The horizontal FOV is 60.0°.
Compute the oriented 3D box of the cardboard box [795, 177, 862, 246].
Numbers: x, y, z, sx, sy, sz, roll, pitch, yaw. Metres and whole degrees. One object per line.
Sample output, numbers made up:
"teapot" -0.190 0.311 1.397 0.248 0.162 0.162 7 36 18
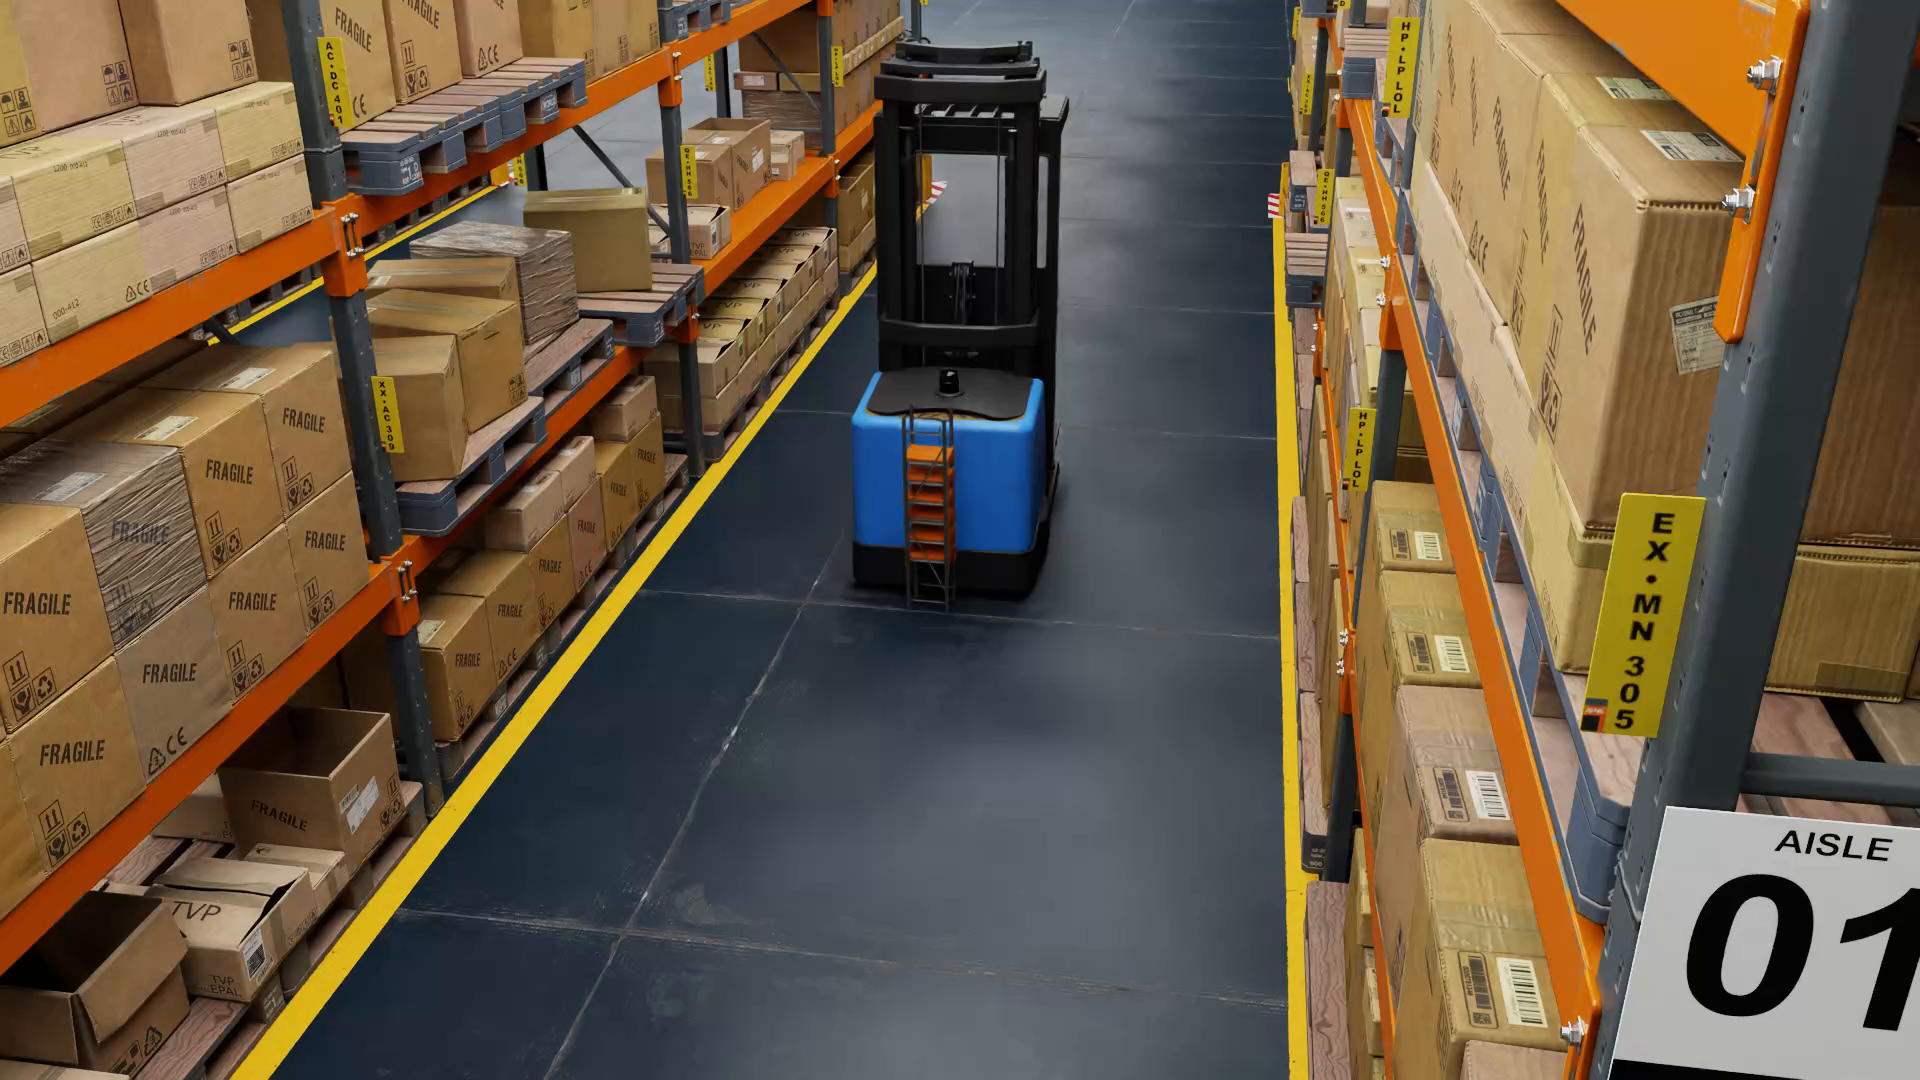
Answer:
"cardboard box" -1.180 -2.954 14.886 0.500 0.500 0.500 4 25 9

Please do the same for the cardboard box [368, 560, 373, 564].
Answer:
"cardboard box" -2.985 0.349 8.396 0.500 0.500 0.500 4 25 9

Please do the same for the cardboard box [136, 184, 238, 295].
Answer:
"cardboard box" -2.782 -1.012 5.512 0.500 0.250 0.500 4 25 9

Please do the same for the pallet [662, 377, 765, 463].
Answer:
"pallet" -2.046 -0.903 11.930 1.003 0.211 1.213 4 25 9

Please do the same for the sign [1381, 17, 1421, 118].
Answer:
"sign" 1.478 -1.579 5.565 0.100 0.325 0.005 4 25 9

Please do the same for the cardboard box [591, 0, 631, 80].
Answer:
"cardboard box" -2.340 -2.830 9.102 0.910 0.500 0.500 4 25 9

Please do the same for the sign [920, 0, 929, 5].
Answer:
"sign" -0.378 -5.759 17.369 0.100 0.325 0.005 4 25 9

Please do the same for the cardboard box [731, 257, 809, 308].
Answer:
"cardboard box" -1.511 -2.080 13.243 0.500 0.311 0.500 4 25 8

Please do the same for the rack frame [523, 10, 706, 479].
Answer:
"rack frame" -2.219 -1.824 10.609 1.000 3.000 0.127 4 25 9

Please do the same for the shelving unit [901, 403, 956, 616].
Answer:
"shelving unit" -0.167 -0.155 9.155 0.258 1.200 0.189 5 29 10

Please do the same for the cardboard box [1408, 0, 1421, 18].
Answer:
"cardboard box" 2.612 -2.654 8.206 0.700 0.500 0.500 3 25 6

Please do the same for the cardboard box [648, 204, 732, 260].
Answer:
"cardboard box" -1.881 -2.145 11.399 0.500 0.311 0.500 4 25 8

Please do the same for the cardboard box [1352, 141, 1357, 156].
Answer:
"cardboard box" 2.918 -2.447 11.303 0.700 0.500 0.500 4 25 9

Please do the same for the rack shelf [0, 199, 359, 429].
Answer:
"rack shelf" -3.199 -0.348 4.765 1.077 0.370 4.000 4 25 9

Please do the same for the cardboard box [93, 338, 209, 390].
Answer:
"cardboard box" -3.227 -0.472 6.423 0.500 0.500 0.500 5 25 10

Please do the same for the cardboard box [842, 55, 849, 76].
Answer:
"cardboard box" -1.207 -4.258 14.926 0.380 0.149 0.250 4 25 8

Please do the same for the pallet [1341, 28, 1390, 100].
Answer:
"pallet" 2.616 -2.483 8.701 1.213 0.211 1.003 5 26 11

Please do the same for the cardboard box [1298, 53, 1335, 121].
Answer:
"cardboard box" 3.171 -3.865 14.237 0.500 0.500 0.500 4 25 8

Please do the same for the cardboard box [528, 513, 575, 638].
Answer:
"cardboard box" -2.388 0.164 8.792 0.500 0.500 0.500 4 25 9

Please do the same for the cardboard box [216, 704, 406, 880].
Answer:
"cardboard box" -2.686 1.039 6.921 0.500 0.500 0.500 4 25 9

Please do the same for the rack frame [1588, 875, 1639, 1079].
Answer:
"rack frame" 1.362 1.863 2.731 1.000 3.000 0.127 4 25 9

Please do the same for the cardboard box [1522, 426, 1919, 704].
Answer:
"cardboard box" 1.220 0.012 2.711 0.500 0.250 0.500 5 26 10

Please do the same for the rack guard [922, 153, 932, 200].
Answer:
"rack guard" -0.907 -4.048 18.309 1.175 0.500 0.348 4 25 9

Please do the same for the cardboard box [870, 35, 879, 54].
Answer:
"cardboard box" -0.996 -4.795 16.072 0.380 0.149 0.250 5 25 10

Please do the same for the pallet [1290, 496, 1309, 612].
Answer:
"pallet" 2.466 0.105 9.777 1.003 0.211 1.213 4 25 9

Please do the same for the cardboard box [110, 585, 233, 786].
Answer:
"cardboard box" -2.865 0.461 5.609 0.500 0.500 0.500 5 25 10

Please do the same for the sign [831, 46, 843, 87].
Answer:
"sign" -1.028 -3.952 13.883 0.100 0.325 0.005 4 25 9

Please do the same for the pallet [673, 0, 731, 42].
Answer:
"pallet" -2.196 -3.387 10.633 1.213 0.211 1.003 5 26 11

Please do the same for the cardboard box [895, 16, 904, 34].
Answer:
"cardboard box" -0.786 -5.336 17.229 0.380 0.149 0.250 4 25 8

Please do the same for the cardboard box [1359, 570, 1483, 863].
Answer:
"cardboard box" 1.786 0.585 5.108 0.980 0.700 0.700 3 25 7

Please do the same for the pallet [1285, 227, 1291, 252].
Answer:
"pallet" 3.595 -2.688 15.743 1.003 0.211 1.213 4 25 9

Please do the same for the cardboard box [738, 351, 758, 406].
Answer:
"cardboard box" -1.762 -1.178 11.977 0.500 0.250 0.500 3 25 7

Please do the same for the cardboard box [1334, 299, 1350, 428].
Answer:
"cardboard box" 2.083 -0.842 8.019 0.500 0.500 0.500 5 25 10

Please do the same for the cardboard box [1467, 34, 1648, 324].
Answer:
"cardboard box" 1.382 -0.755 3.465 0.500 0.500 0.500 3 25 6

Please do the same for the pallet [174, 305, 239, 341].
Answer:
"pallet" -6.738 -1.736 13.711 1.003 0.211 1.213 4 25 9

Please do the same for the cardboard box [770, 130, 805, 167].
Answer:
"cardboard box" -1.602 -3.221 13.769 0.500 0.250 0.500 6 26 12

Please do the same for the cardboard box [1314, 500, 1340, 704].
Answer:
"cardboard box" 2.136 0.321 8.067 0.750 0.750 0.750 5 26 10

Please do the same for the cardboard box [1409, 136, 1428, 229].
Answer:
"cardboard box" 1.642 -1.065 5.013 0.500 0.250 0.500 4 25 8

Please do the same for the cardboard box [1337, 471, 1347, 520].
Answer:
"cardboard box" 1.881 -0.193 7.397 0.380 0.149 0.250 4 25 9

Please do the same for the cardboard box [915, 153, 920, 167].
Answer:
"cardboard box" -0.705 -4.210 17.569 0.500 0.500 0.500 4 25 9

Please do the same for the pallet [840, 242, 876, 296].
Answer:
"pallet" -1.394 -2.564 15.479 1.003 0.211 1.213 4 25 9

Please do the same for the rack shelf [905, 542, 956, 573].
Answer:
"rack shelf" -0.164 0.095 9.290 0.258 0.103 0.180 5 29 10

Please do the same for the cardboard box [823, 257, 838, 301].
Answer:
"cardboard box" -1.347 -2.249 14.264 0.500 0.250 0.500 4 25 8

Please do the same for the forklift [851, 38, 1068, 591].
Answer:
"forklift" 0.072 -1.629 10.273 1.130 2.935 3.031 3 25 6

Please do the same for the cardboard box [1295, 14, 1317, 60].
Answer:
"cardboard box" 3.602 -4.931 16.514 0.500 0.500 0.500 4 25 9

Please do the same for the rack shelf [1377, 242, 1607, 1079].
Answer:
"rack shelf" 1.689 -0.006 4.035 1.077 0.370 4.000 4 25 9

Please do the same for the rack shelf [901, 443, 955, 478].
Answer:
"rack shelf" -0.170 -0.433 9.005 0.258 0.103 0.180 5 29 10

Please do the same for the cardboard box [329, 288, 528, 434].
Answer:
"cardboard box" -2.524 -0.862 7.939 0.700 0.500 0.500 8 26 17

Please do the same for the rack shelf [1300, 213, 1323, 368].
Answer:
"rack shelf" 2.996 -1.993 11.819 1.077 0.370 4.000 4 25 9

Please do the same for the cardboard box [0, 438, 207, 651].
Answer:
"cardboard box" -2.863 0.005 5.404 0.500 0.500 0.500 4 25 9

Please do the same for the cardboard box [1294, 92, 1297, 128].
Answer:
"cardboard box" 3.339 -3.946 15.295 0.500 0.250 0.500 4 25 9

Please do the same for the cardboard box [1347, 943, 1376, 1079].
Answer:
"cardboard box" 1.707 1.648 5.645 0.700 0.500 0.500 4 25 8

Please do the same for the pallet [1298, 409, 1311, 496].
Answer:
"pallet" 2.798 -0.547 11.169 1.003 0.211 1.213 4 25 9

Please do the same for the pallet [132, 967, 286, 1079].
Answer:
"pallet" -3.183 1.910 5.920 1.003 0.211 1.213 4 25 9

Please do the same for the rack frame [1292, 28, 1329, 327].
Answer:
"rack frame" 3.323 -3.156 13.454 1.000 3.000 0.127 4 25 9

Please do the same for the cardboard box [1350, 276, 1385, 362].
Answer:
"cardboard box" 2.016 -0.978 7.424 0.500 0.250 0.500 5 25 10

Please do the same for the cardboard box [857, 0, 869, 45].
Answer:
"cardboard box" -1.253 -4.946 15.630 0.700 0.500 0.500 4 25 9

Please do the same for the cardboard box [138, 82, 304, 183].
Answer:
"cardboard box" -2.684 -1.446 5.851 0.500 0.250 0.500 4 25 9

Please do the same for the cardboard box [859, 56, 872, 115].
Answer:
"cardboard box" -1.250 -4.374 15.938 0.700 0.500 0.500 5 26 10
